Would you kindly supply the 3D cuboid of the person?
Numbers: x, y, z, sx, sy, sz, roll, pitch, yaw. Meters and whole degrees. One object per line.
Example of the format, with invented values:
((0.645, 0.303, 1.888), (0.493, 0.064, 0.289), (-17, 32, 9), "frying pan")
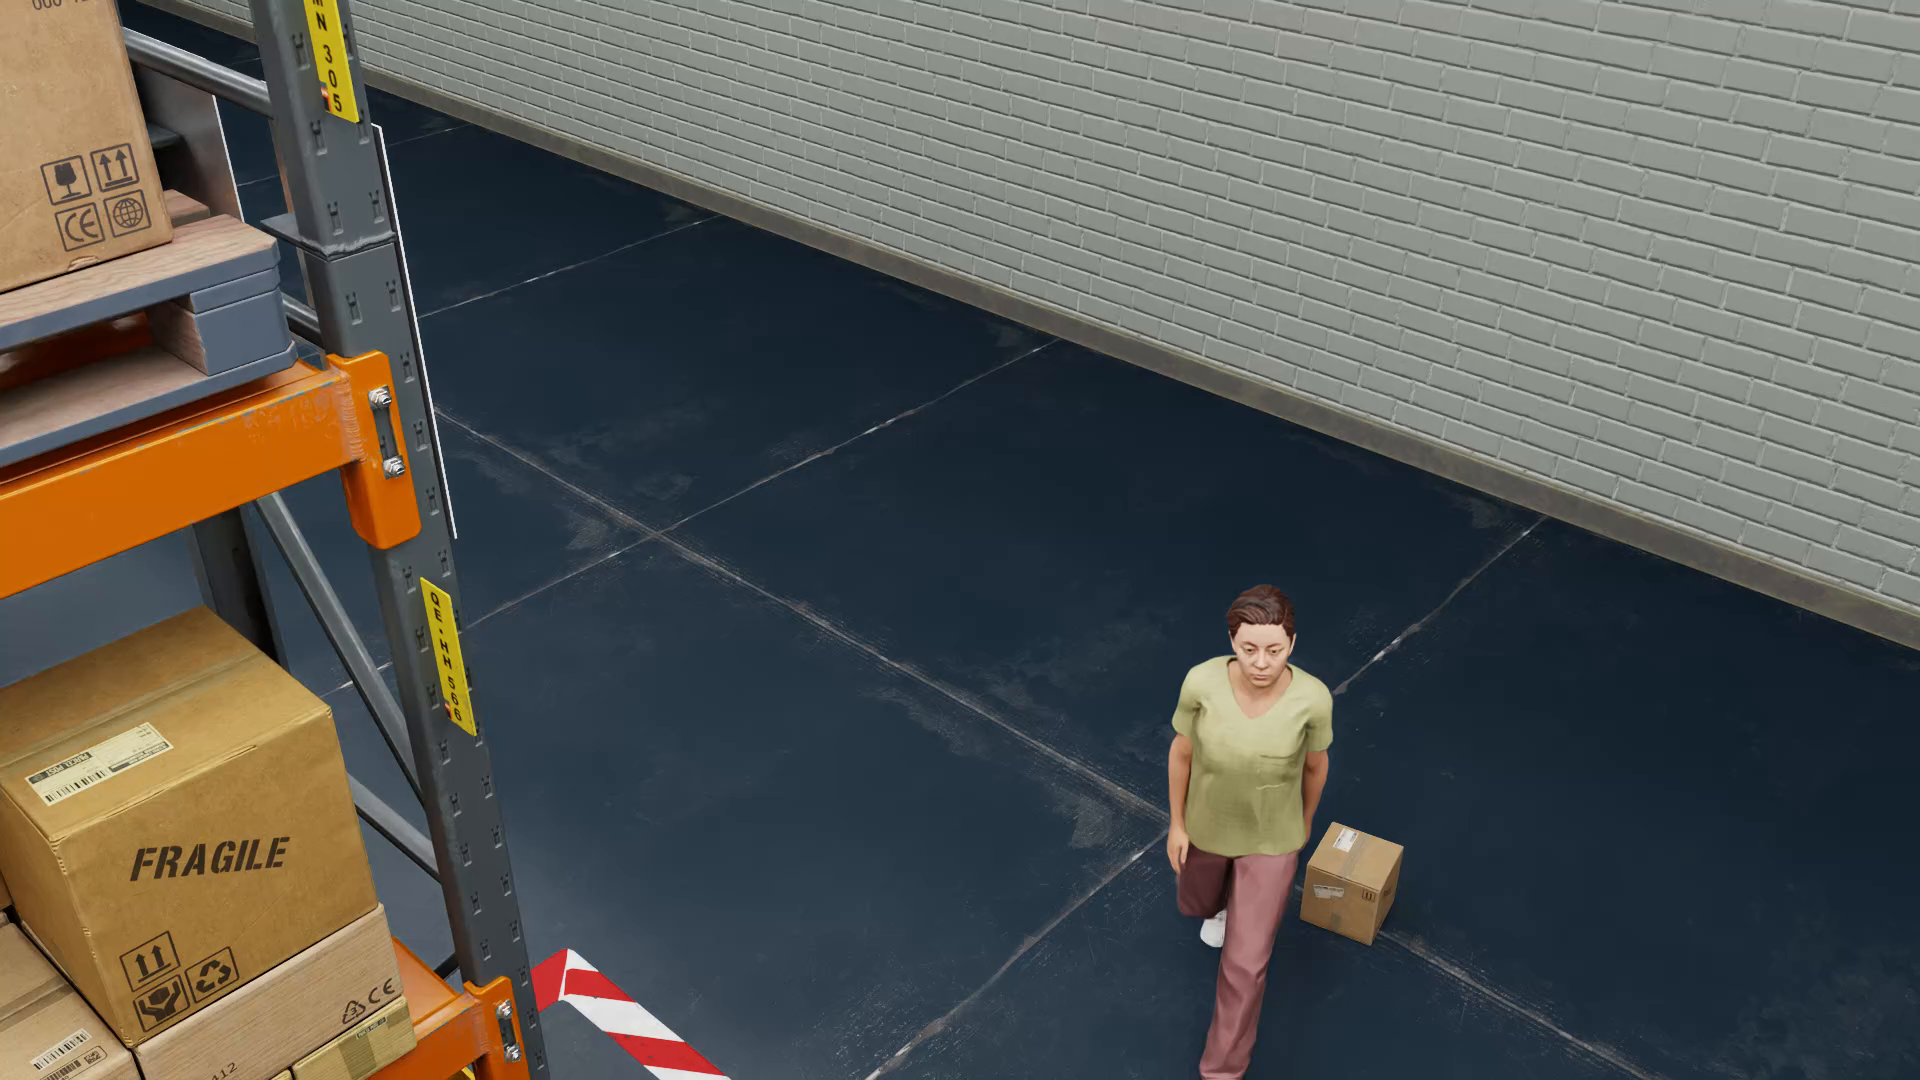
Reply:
((0.816, 0.809, 4.817), (0.441, 1.631, 0.974), (10, 33, 16), "person")
